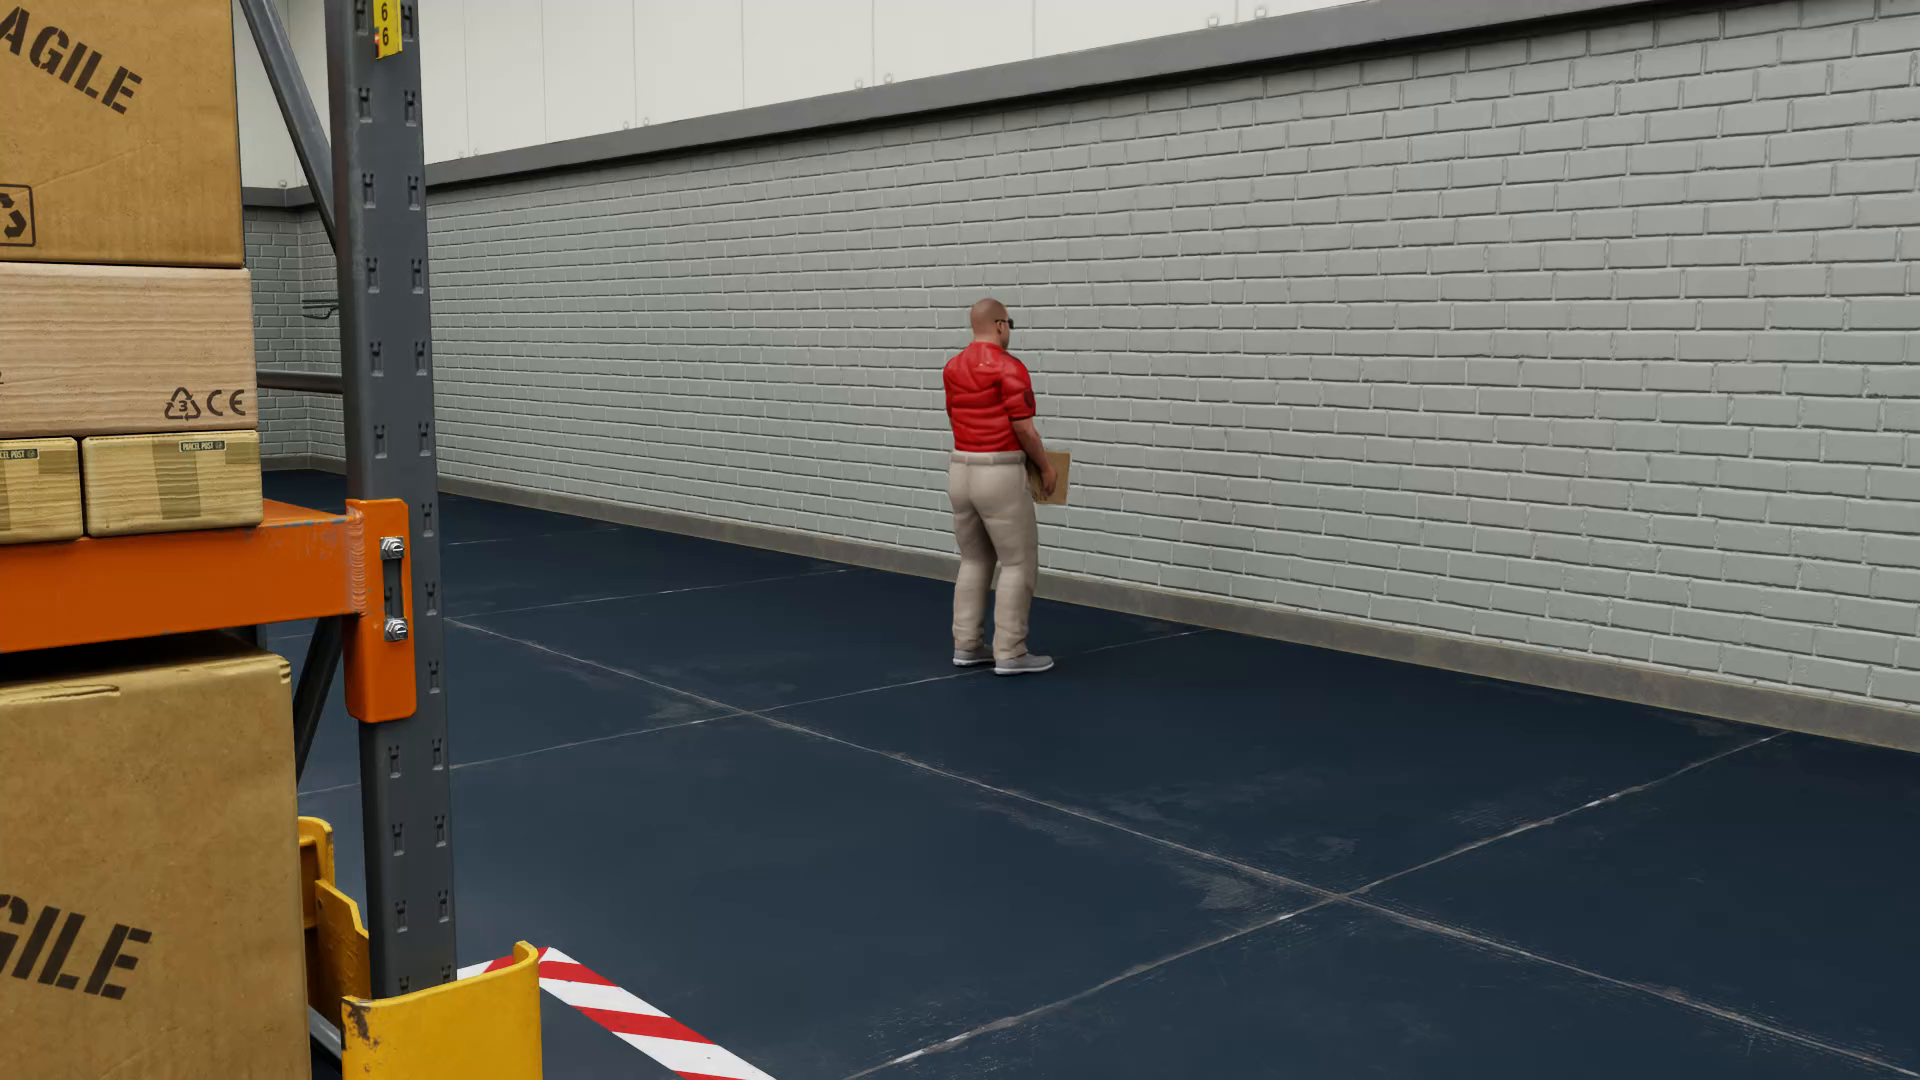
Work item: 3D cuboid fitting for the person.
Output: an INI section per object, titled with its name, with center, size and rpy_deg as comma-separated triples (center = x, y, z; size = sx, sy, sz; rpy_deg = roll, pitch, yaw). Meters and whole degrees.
[person]
center = 0.195, -0.259, 7.818
size = 0.482, 1.733, 0.530
rpy_deg = -7, 10, -41
